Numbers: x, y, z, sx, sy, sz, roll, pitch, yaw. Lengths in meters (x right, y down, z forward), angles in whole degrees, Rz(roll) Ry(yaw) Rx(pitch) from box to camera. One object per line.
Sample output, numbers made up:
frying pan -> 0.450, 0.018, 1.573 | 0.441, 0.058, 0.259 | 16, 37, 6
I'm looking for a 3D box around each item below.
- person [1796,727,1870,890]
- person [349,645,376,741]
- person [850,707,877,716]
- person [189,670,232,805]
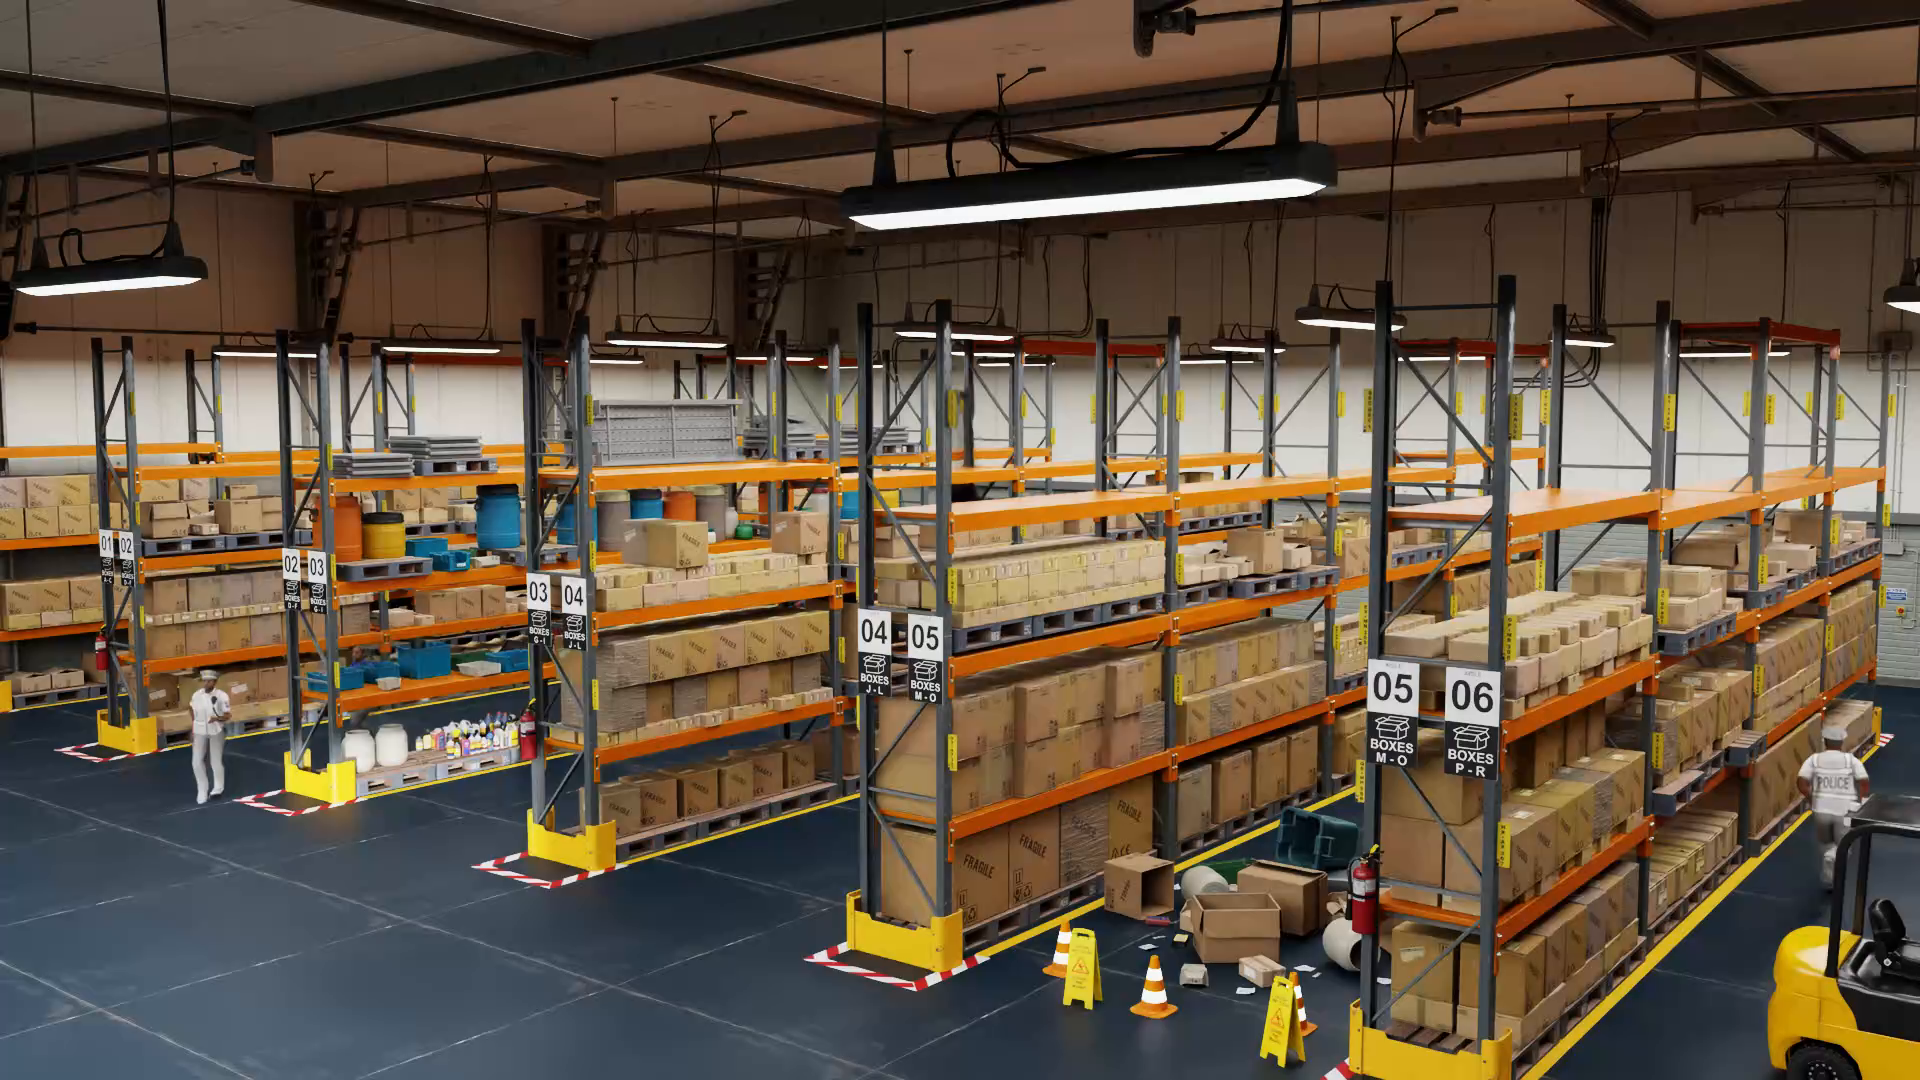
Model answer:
person -> 8.992, 2.839, 17.164 | 0.676, 1.765, 0.853 | 4, 6, 38
person -> -8.550, 2.299, 23.634 | 0.557, 1.621, 0.562 | 3, 6, 30
person -> -1.372, 2.181, 25.097 | 0.595, 1.609, 0.561 | 3, 6, 34
person -> -9.546, 2.496, 21.145 | 0.551, 1.733, 0.719 | -1, 5, -12
